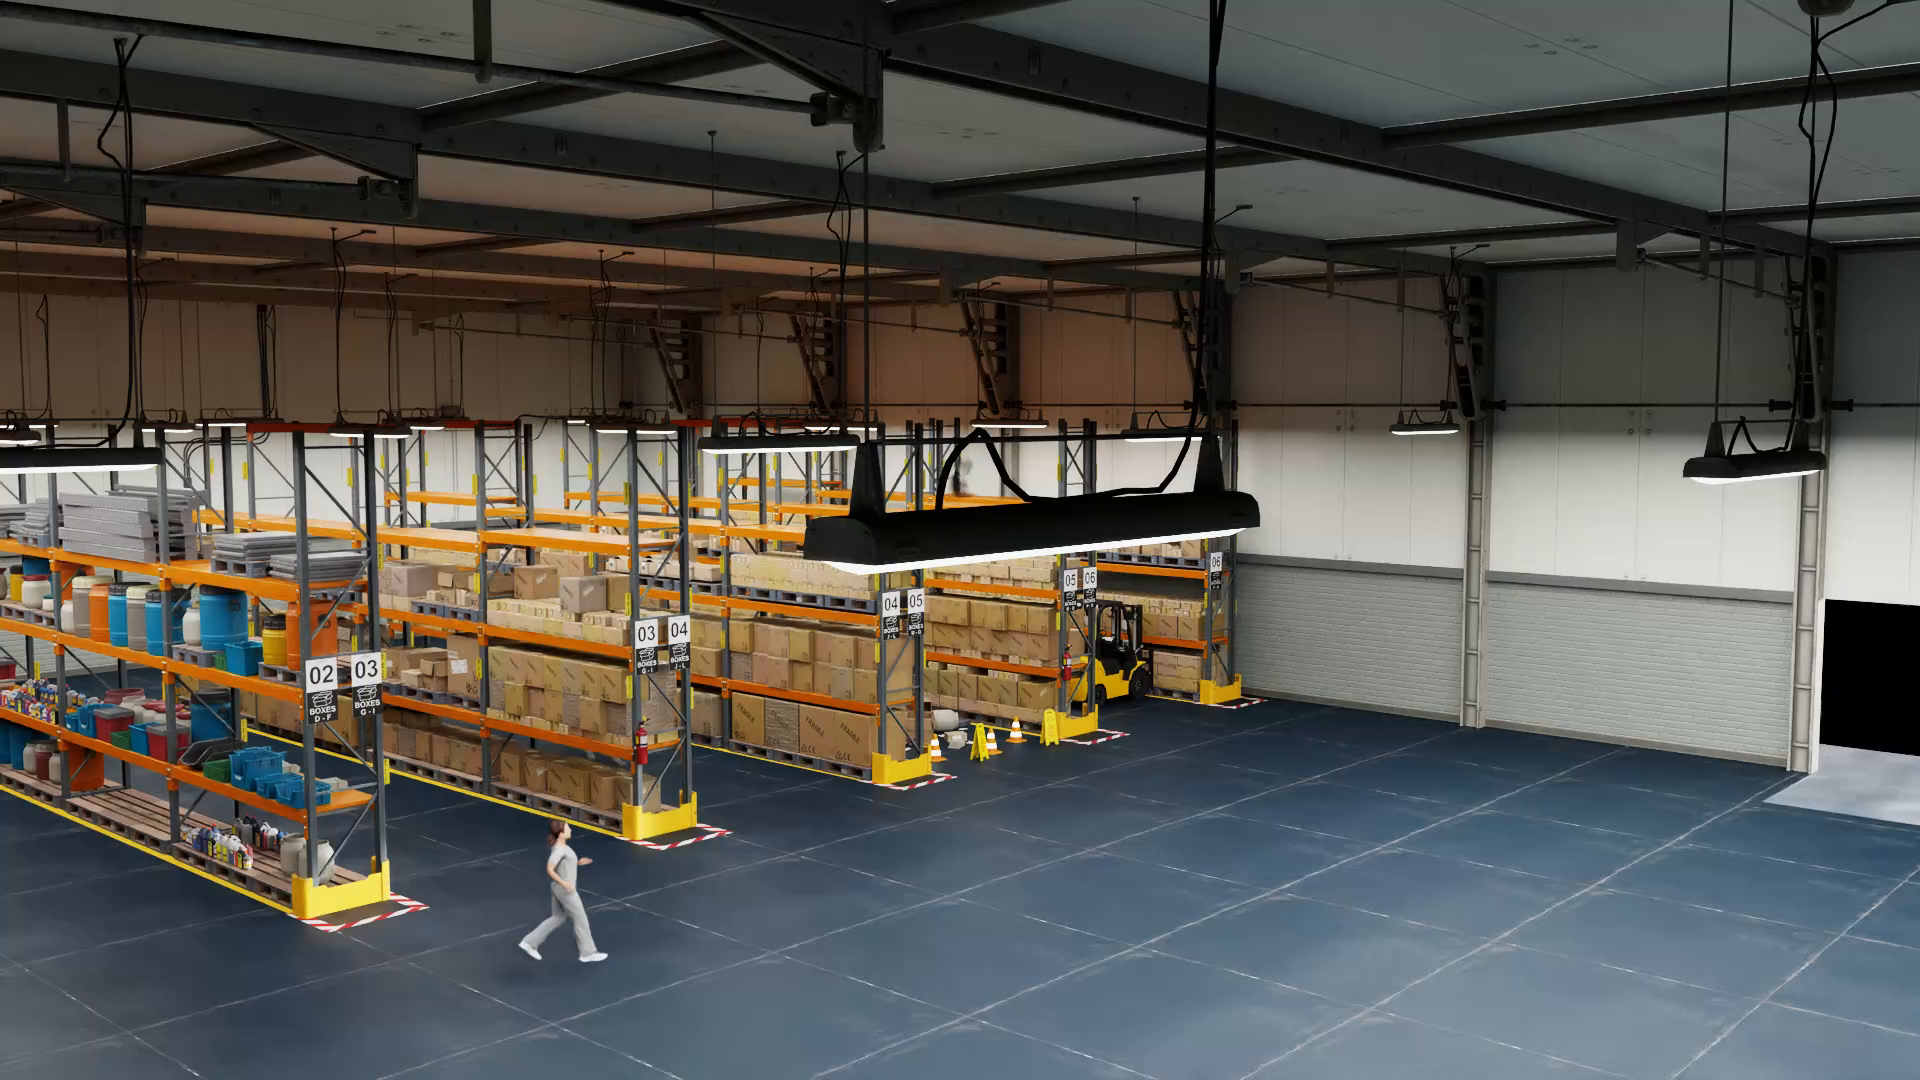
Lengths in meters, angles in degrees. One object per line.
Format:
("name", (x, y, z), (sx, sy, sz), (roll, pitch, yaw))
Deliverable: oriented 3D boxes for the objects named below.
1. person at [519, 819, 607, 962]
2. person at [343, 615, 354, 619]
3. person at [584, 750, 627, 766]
("person", (-4.469, 3.950, 18.693), (0.964, 1.649, 0.570), (-2, 5, -23))
("person", (-13.733, 2.480, 37.210), (0.659, 1.624, 0.584), (-2, 5, -22))
("person", (-6.239, 3.042, 29.266), (0.875, 1.809, 0.706), (3, 6, 34))
